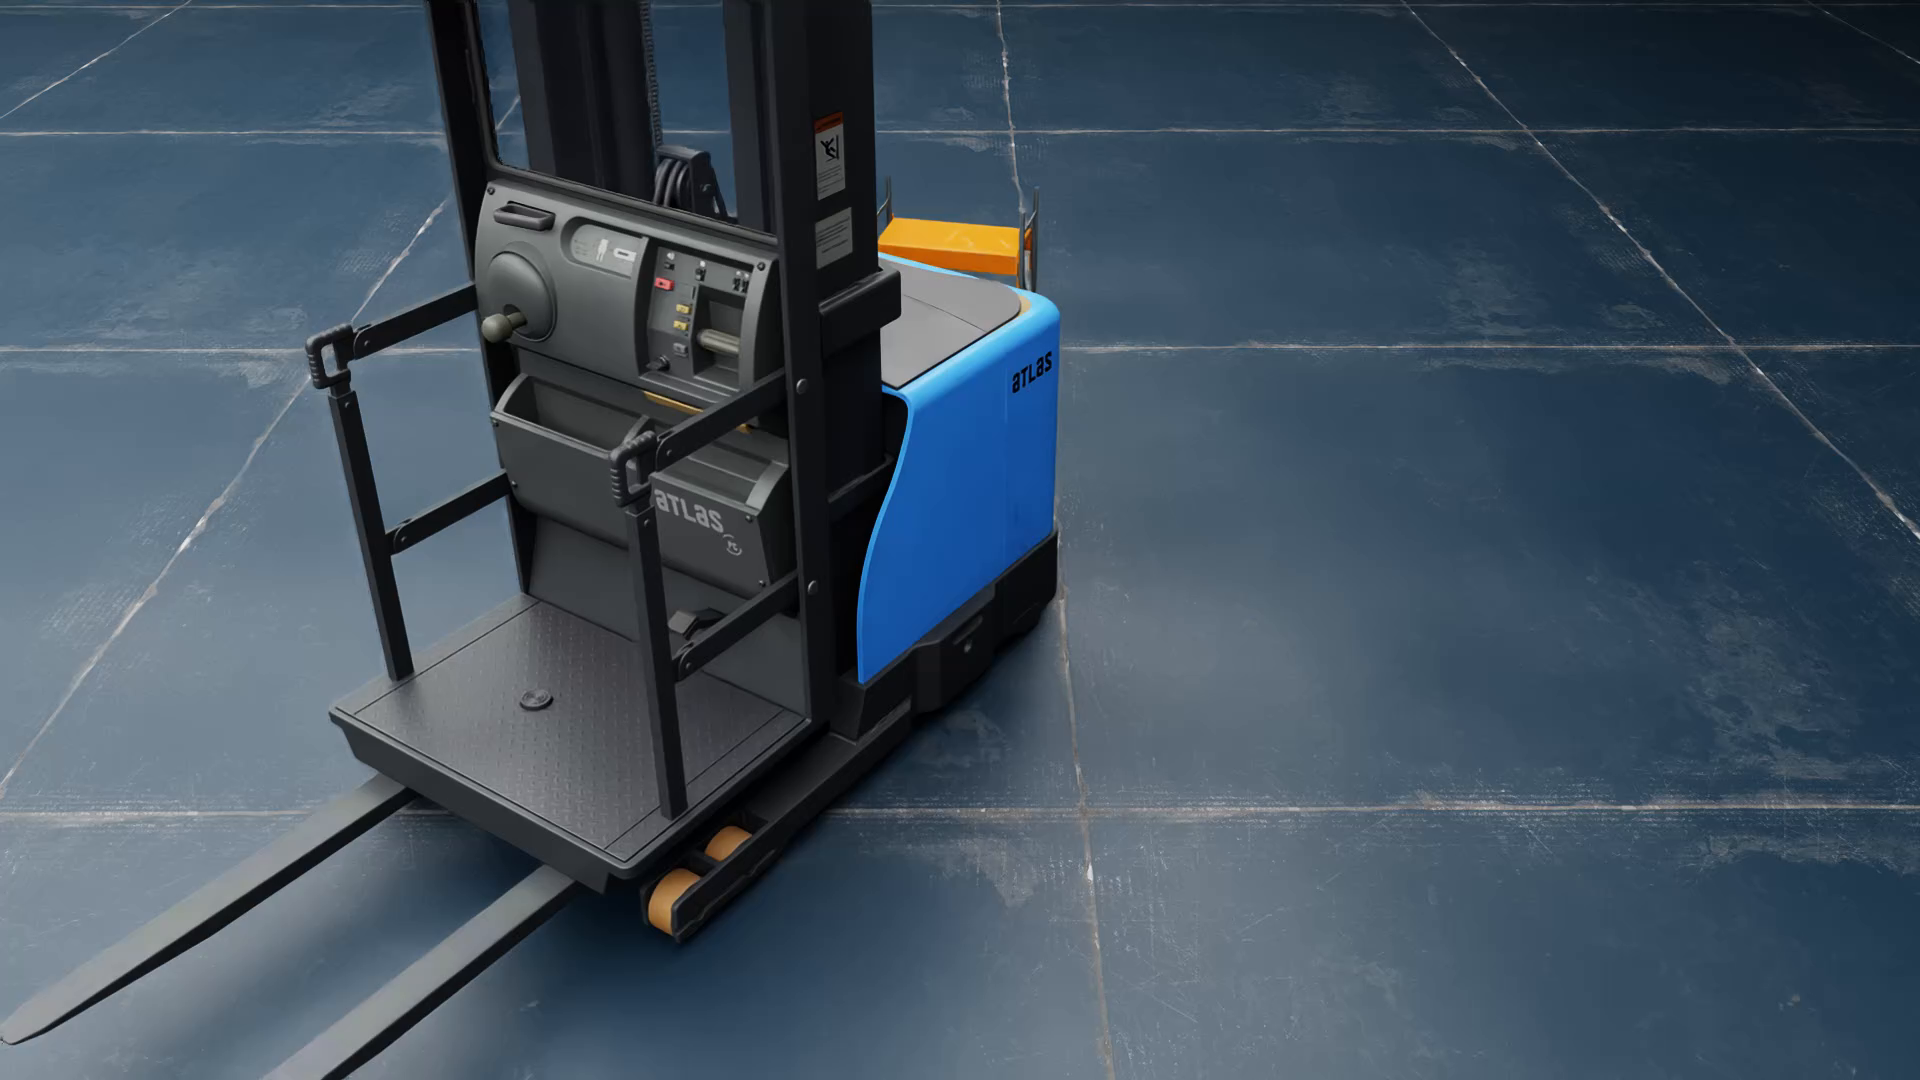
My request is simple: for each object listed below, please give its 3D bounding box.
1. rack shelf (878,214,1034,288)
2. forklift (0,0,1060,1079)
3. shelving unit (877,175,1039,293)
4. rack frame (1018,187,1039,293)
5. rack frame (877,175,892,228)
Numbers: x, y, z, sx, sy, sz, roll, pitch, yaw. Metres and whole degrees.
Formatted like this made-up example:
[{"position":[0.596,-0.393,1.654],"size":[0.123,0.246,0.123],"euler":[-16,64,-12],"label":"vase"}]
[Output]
[{"position":[-0.020,-0.915,5.344],"size":[0.480,0.148,0.258],"euler":[7,32,11],"label":"rack shelf"},{"position":[-0.941,-0.552,3.834],"size":[1.130,2.935,3.031],"euler":[20,36,29],"label":"forklift"},{"position":[-0.020,-0.579,5.548],"size":[0.503,1.200,0.258],"euler":[7,32,11],"label":"shelving unit"},{"position":[0.217,-0.550,5.499],"size":[0.015,1.200,0.240],"euler":[7,32,11],"label":"rack frame"},{"position":[-0.258,-0.609,5.596],"size":[0.015,1.200,0.240],"euler":[7,32,11],"label":"rack frame"}]
